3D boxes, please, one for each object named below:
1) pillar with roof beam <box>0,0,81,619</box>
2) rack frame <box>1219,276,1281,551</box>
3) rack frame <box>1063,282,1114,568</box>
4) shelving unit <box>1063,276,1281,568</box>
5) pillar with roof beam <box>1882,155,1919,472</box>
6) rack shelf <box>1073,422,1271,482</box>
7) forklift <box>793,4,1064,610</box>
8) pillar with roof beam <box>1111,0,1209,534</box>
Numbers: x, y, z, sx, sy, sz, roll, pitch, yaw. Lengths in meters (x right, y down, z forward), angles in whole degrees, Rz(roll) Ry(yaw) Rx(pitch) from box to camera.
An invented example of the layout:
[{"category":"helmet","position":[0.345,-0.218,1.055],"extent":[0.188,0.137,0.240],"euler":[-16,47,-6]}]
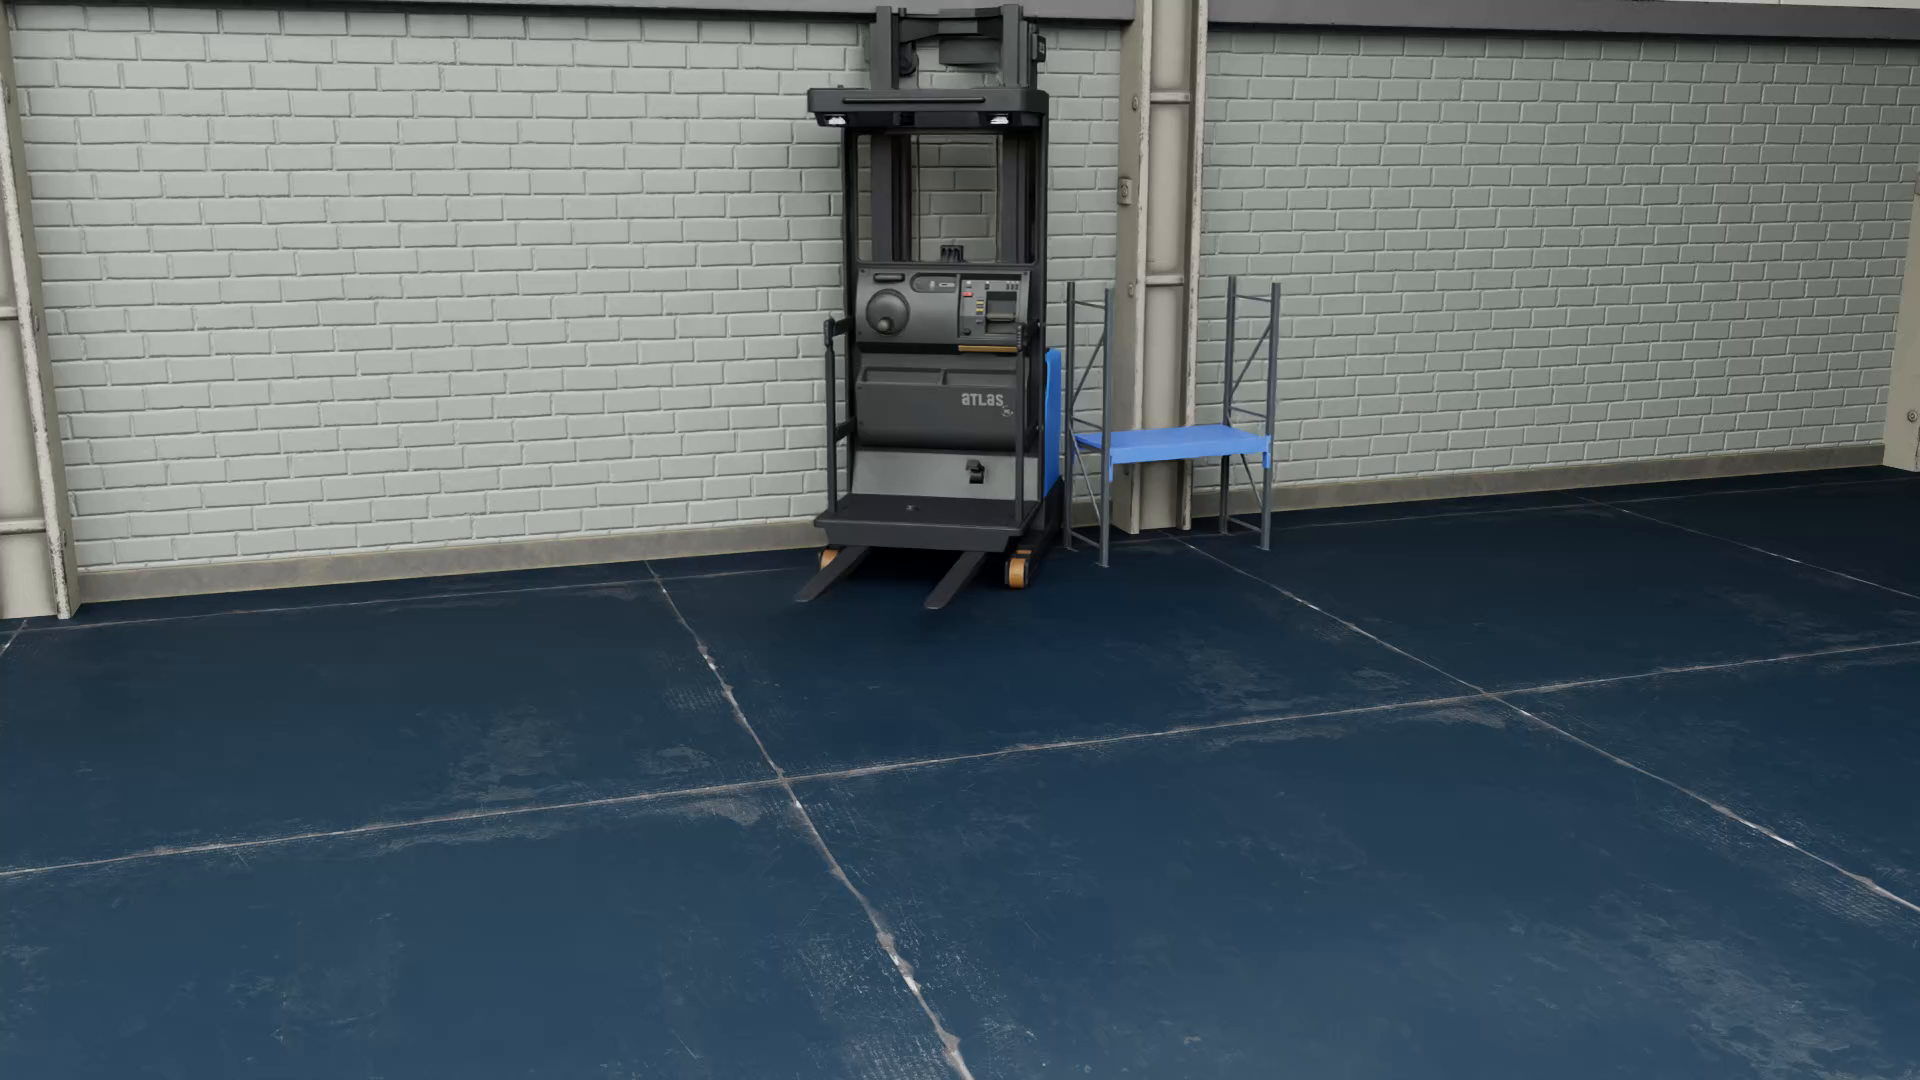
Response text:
[{"category":"pillar with roof beam","position":[-3.170,-3.075,3.123],"extent":[0.400,9.000,9.100],"euler":[-4,14,-18]},{"category":"rack frame","position":[1.636,-0.720,9.428],"extent":[0.032,1.500,0.500],"euler":[-5,14,-21]},{"category":"rack frame","position":[0.694,-0.631,9.056],"extent":[0.032,1.500,0.500],"euler":[-5,14,-21]},{"category":"shelving unit","position":[1.165,-0.676,9.242],"extent":[1.048,1.500,0.538],"euler":[-5,14,-21]},{"category":"pillar with roof beam","position":[8.204,-3.960,6.847],"extent":[0.400,9.000,9.100],"euler":[-4,14,-18]},{"category":"rack shelf","position":[1.165,-0.501,9.284],"extent":[1.000,0.185,0.538],"euler":[-5,14,-21]},{"category":"forklift","position":[-0.132,-1.263,8.618],"extent":[1.130,2.935,3.031],"euler":[3,14,11]},{"category":"pillar with roof beam","position":[2.517,-3.518,4.985],"extent":[0.400,9.000,9.100],"euler":[-4,14,-18]}]
